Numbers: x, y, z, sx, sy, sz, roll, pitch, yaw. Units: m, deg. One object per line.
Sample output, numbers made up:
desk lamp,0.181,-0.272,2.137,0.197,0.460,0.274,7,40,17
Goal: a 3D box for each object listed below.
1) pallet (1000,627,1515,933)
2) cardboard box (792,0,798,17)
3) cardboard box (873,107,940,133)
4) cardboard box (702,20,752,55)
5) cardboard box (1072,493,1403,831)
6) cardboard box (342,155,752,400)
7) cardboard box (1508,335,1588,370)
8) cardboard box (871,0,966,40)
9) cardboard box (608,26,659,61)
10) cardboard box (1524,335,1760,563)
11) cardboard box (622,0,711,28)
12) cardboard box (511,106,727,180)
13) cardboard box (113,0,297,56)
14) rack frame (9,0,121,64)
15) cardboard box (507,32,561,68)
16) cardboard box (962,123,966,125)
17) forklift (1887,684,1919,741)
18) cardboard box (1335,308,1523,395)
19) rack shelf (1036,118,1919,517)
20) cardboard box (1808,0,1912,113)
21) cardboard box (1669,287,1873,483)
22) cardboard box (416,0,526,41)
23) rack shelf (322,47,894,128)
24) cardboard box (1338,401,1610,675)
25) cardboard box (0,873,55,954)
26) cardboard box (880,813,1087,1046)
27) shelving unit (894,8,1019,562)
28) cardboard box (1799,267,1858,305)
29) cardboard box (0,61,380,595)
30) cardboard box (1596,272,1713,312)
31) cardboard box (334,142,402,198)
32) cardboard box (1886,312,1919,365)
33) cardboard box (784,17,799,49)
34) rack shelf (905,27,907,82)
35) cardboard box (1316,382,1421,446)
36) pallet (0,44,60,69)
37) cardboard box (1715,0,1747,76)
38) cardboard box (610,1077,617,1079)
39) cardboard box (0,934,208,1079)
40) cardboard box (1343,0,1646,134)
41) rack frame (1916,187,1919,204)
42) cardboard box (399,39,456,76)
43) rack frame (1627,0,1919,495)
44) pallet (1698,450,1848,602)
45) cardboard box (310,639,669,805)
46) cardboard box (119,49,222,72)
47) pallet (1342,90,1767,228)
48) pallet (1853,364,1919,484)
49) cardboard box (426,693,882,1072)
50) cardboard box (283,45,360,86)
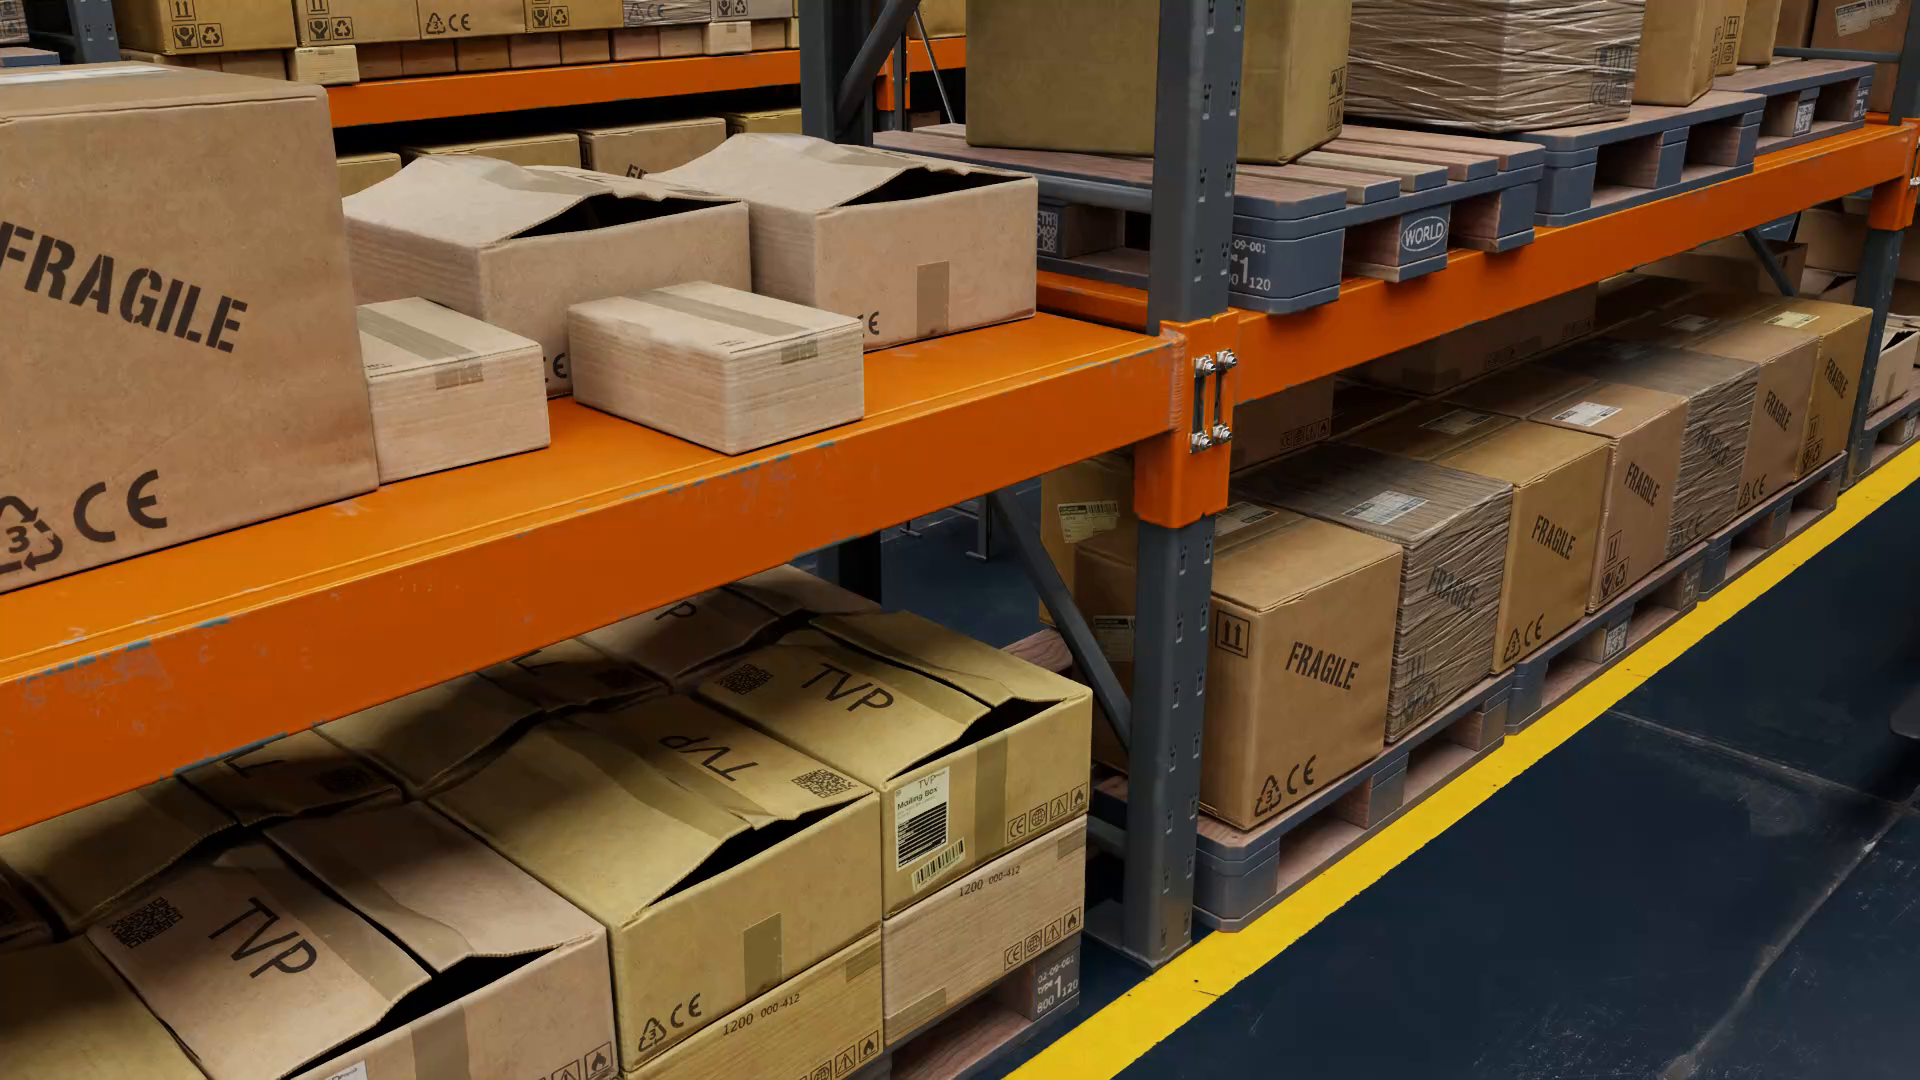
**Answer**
pallet,0.621,0.443,4.127,1.003,0.211,1.213,19,28,41
cardboard box,-0.830,-2.956,8.502,0.500,0.500,0.500,19,28,40
cardboard box,-0.337,-2.454,9.773,0.380,0.149,0.250,19,28,40
cardboard box,-1.236,-2.468,8.138,0.380,0.149,0.250,19,28,41
cardboard box,0.595,0.240,3.640,0.500,0.500,0.500,-19,28,-40
cardboard box,-0.690,-0.453,2.696,0.500,0.311,0.500,19,28,40
cardboard box,1.633,-0.413,5.338,0.500,0.500,0.500,20,29,41
cardboard box,-0.298,-3.218,9.349,0.700,0.700,0.980,-20,28,-41
cardboard box,-1.639,-2.362,7.860,0.380,0.149,0.250,18,28,39
cardboard box,2.024,-0.290,5.020,0.500,0.500,0.500,20,29,41
cardboard box,-1.535,-2.695,7.824,0.500,0.500,0.500,19,28,41
cardboard box,-1.667,-1.707,8.245,0.750,0.750,0.750,-19,28,-40
cardboard box,-2.957,-2.170,6.458,0.500,0.500,0.500,-19,28,-40
rack frame,-3.479,-1.915,6.375,1.000,3.000,0.127,19,28,41
cardboard box,-2.021,-2.230,7.519,0.380,0.149,0.250,19,28,41
cardboard box,0.260,-2.267,10.191,0.700,0.500,0.500,19,28,40
forklift,3.431,-1.028,4.163,1.130,2.935,3.031,19,28,41
cardboard box,1.304,-0.643,4.893,0.500,0.250,0.500,19,28,40
rack shelf,1.468,-0.854,4.619,1.077,0.370,4.000,19,28,41
cardboard box,3.414,-1.814,5.973,0.500,0.500,0.500,-19,28,-41
cardboard box,2.725,-0.544,5.680,0.500,0.500,0.500,19,28,40
cardboard box,-2.238,-2.430,7.134,0.500,0.500,0.500,19,28,40
rack shelf,-2.084,-2.093,7.842,1.077,0.370,4.000,19,28,41
cardboard box,1.310,-0.024,4.326,0.500,0.500,0.500,19,28,40
cardboard box,-1.579,0.611,2.270,0.500,0.311,0.500,19,28,40
cardboard box,-0.119,0.608,3.059,0.500,0.250,0.500,-19,28,-41
shelving unit,0.115,-1.023,5.309,0.431,2.100,0.503,19,28,41
cardboard box,3.581,-1.065,7.298,0.500,0.311,0.500,19,28,41
cardboard box,-1.086,-0.287,2.001,0.500,0.500,0.500,17,27,38
cardboard box,2.351,-0.679,6.032,0.500,0.500,0.500,18,27,38
cardboard box,-2.872,-1.263,7.092,0.750,0.750,0.750,19,28,40
cardboard box,3.908,-0.865,6.981,0.380,0.166,0.250,19,28,41
cardboard box,-0.880,-2.606,8.497,0.250,0.149,0.380,-20,28,-41
rack shelf,0.115,-1.663,5.062,0.431,0.518,0.480,19,28,41
cardboard box,0.919,-0.146,4.646,0.500,0.500,0.500,18,27,39
pallet,-3.900,-1.615,5.864,1.213,0.211,1.003,19,28,41
cardboard box,1.938,-1.688,5.061,0.500,0.500,0.700,-15,26,-34
cardboard box,-0.829,0.870,2.378,0.500,0.250,0.500,-19,28,-41
cardboard box,-1.179,0.739,1.937,0.500,0.311,0.500,-19,28,-41
cardboard box,1.206,-1.296,4.041,0.500,0.500,0.700,-14,25,-32
rack frame,5.654,-2.732,8.502,1.000,3.000,0.127,19,28,41
cardboard box,-2.393,-2.108,7.199,0.250,0.149,0.380,-19,28,-41
rack frame,2.864,-1.704,5.827,1.000,3.000,0.127,19,28,41
pallet,2.323,-0.184,5.759,1.003,0.211,1.213,19,28,41
cardboard box,-0.863,0.348,2.953,0.500,0.311,0.500,18,28,39
cardboard box,-3.083,-1.833,6.486,0.380,0.149,0.250,19,28,40
pallet,1.426,-1.087,4.490,1.003,0.211,1.213,19,28,41
pallet,3.343,-0.579,6.786,1.003,0.211,1.213,19,28,41
cardboard box,-0.474,0.481,2.607,0.500,0.311,0.500,19,28,40
cardboard box,-2.655,-1.943,6.771,0.250,0.149,0.380,-19,28,-40
